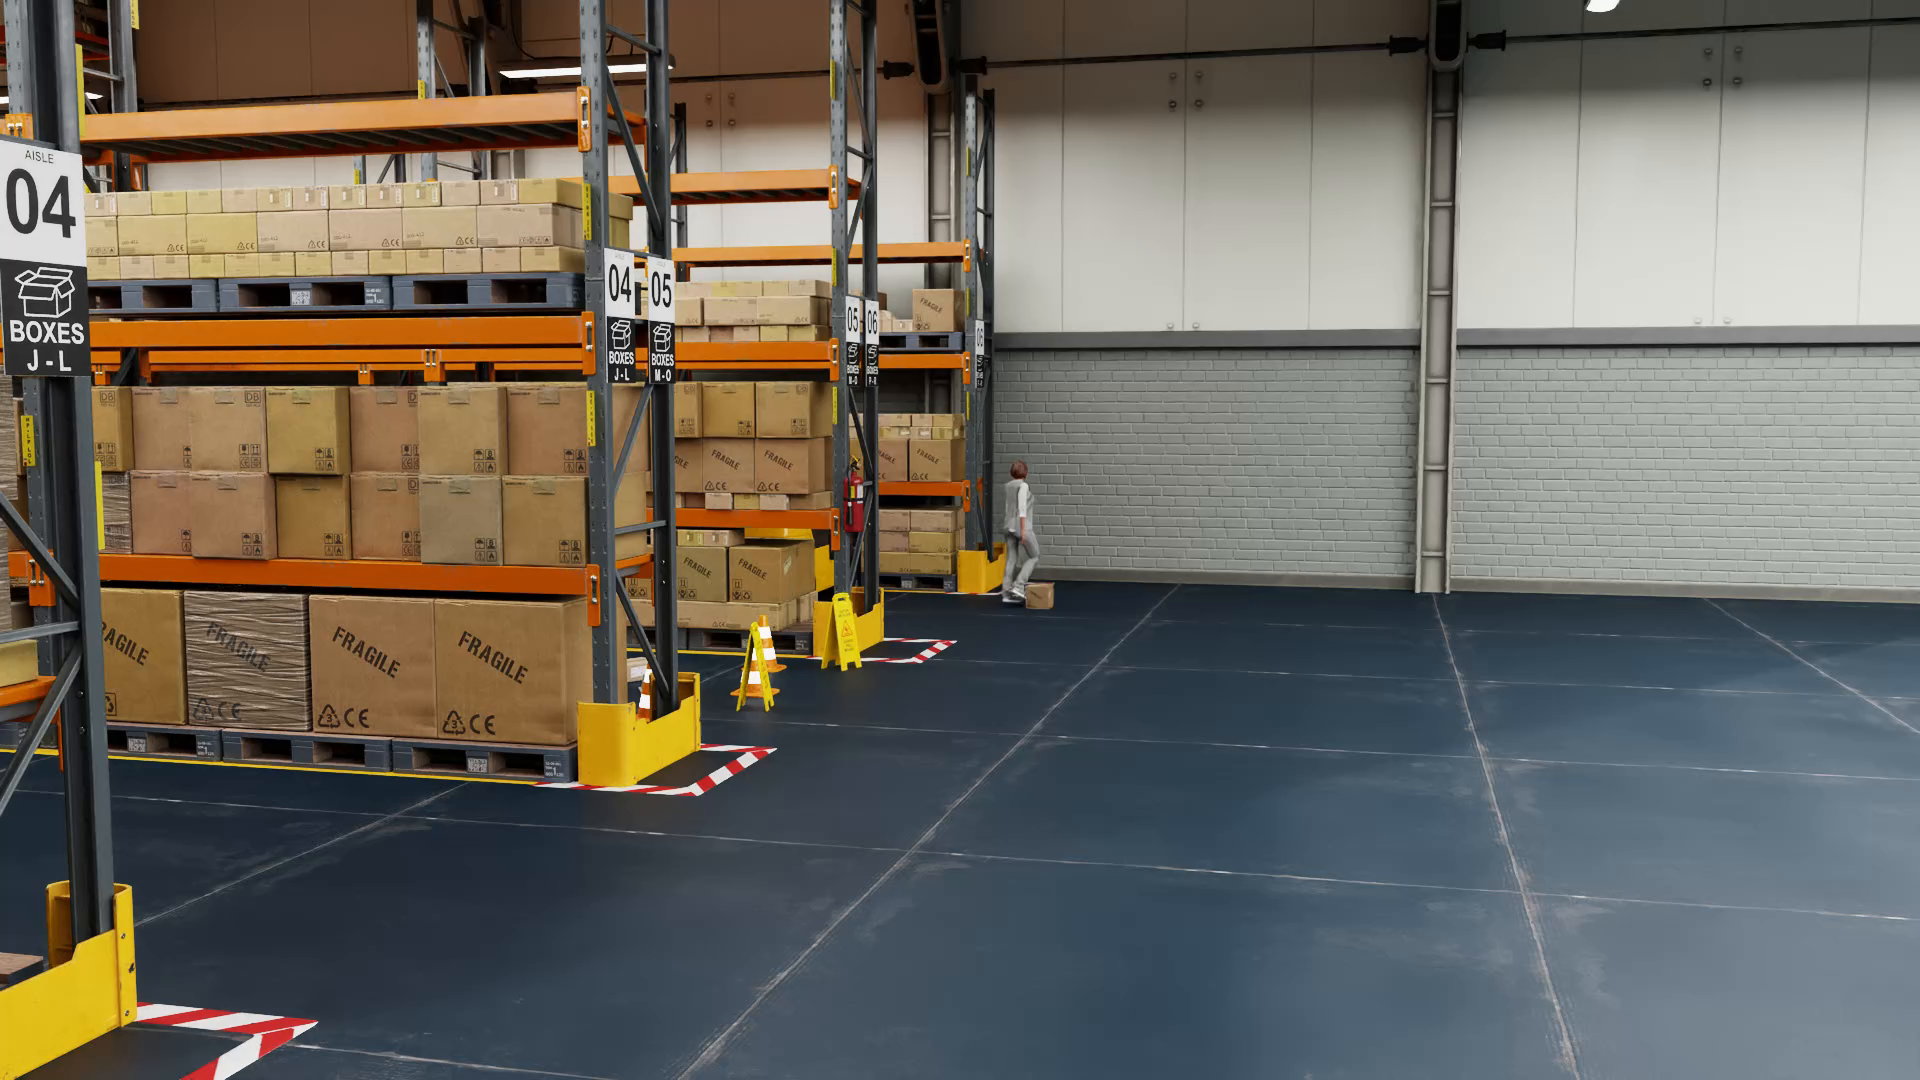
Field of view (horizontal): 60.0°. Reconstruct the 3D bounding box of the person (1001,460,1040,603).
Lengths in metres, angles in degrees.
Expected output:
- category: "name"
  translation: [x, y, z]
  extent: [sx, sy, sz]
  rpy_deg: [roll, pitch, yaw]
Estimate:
- category: "person"
  translation: [0.631, -0.094, 18.445]
  extent: [0.474, 1.583, 0.513]
  rpy_deg: [-4, 6, -39]
